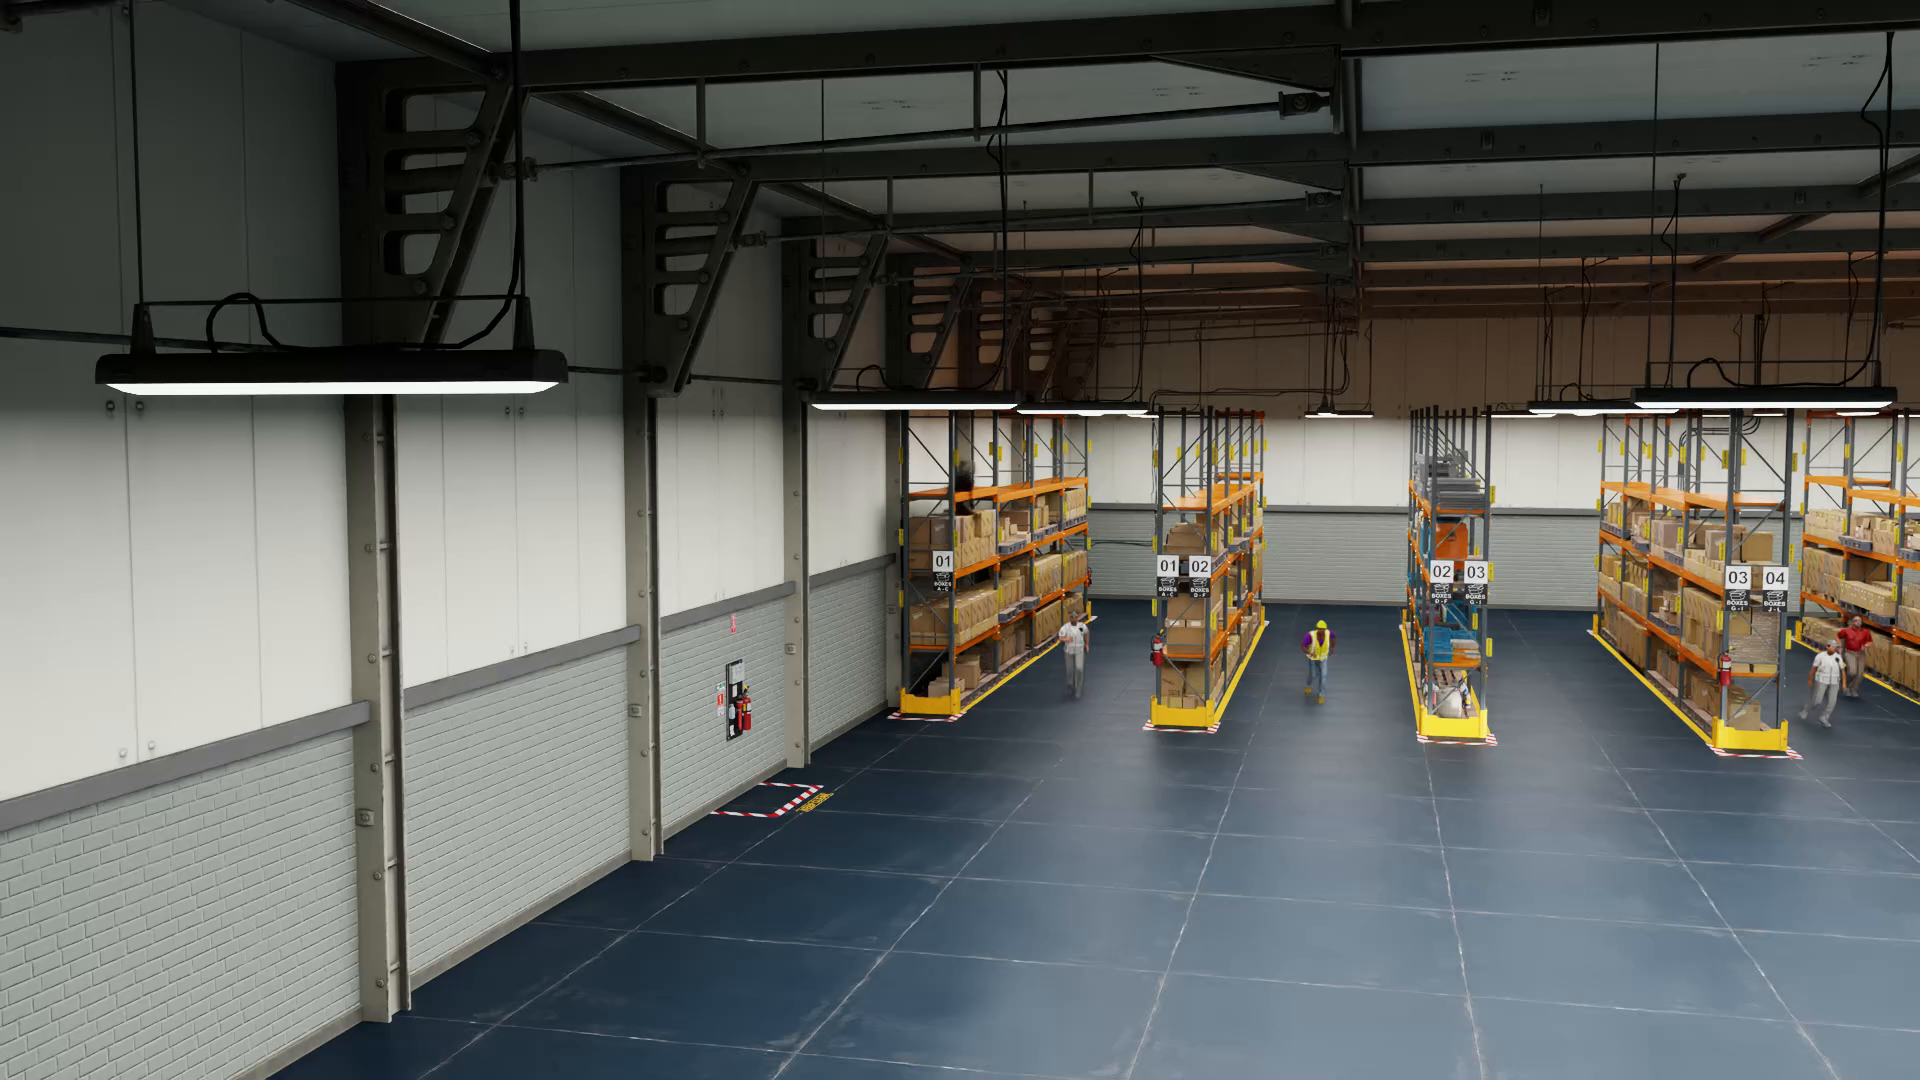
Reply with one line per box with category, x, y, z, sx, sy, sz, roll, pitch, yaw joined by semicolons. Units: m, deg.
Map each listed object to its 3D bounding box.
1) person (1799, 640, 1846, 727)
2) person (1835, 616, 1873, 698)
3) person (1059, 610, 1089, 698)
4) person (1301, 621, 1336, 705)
person;16.183;2.671;31.188;0.725;1.629;0.530;1;4;11
person;18.442;2.412;34.229;0.633;1.700;0.658;1;4;10
person;2.373;2.365;34.601;0.642;1.844;0.871;0;4;2
person;7.293;2.459;34.008;0.746;1.716;1.041;-1;4;-9
